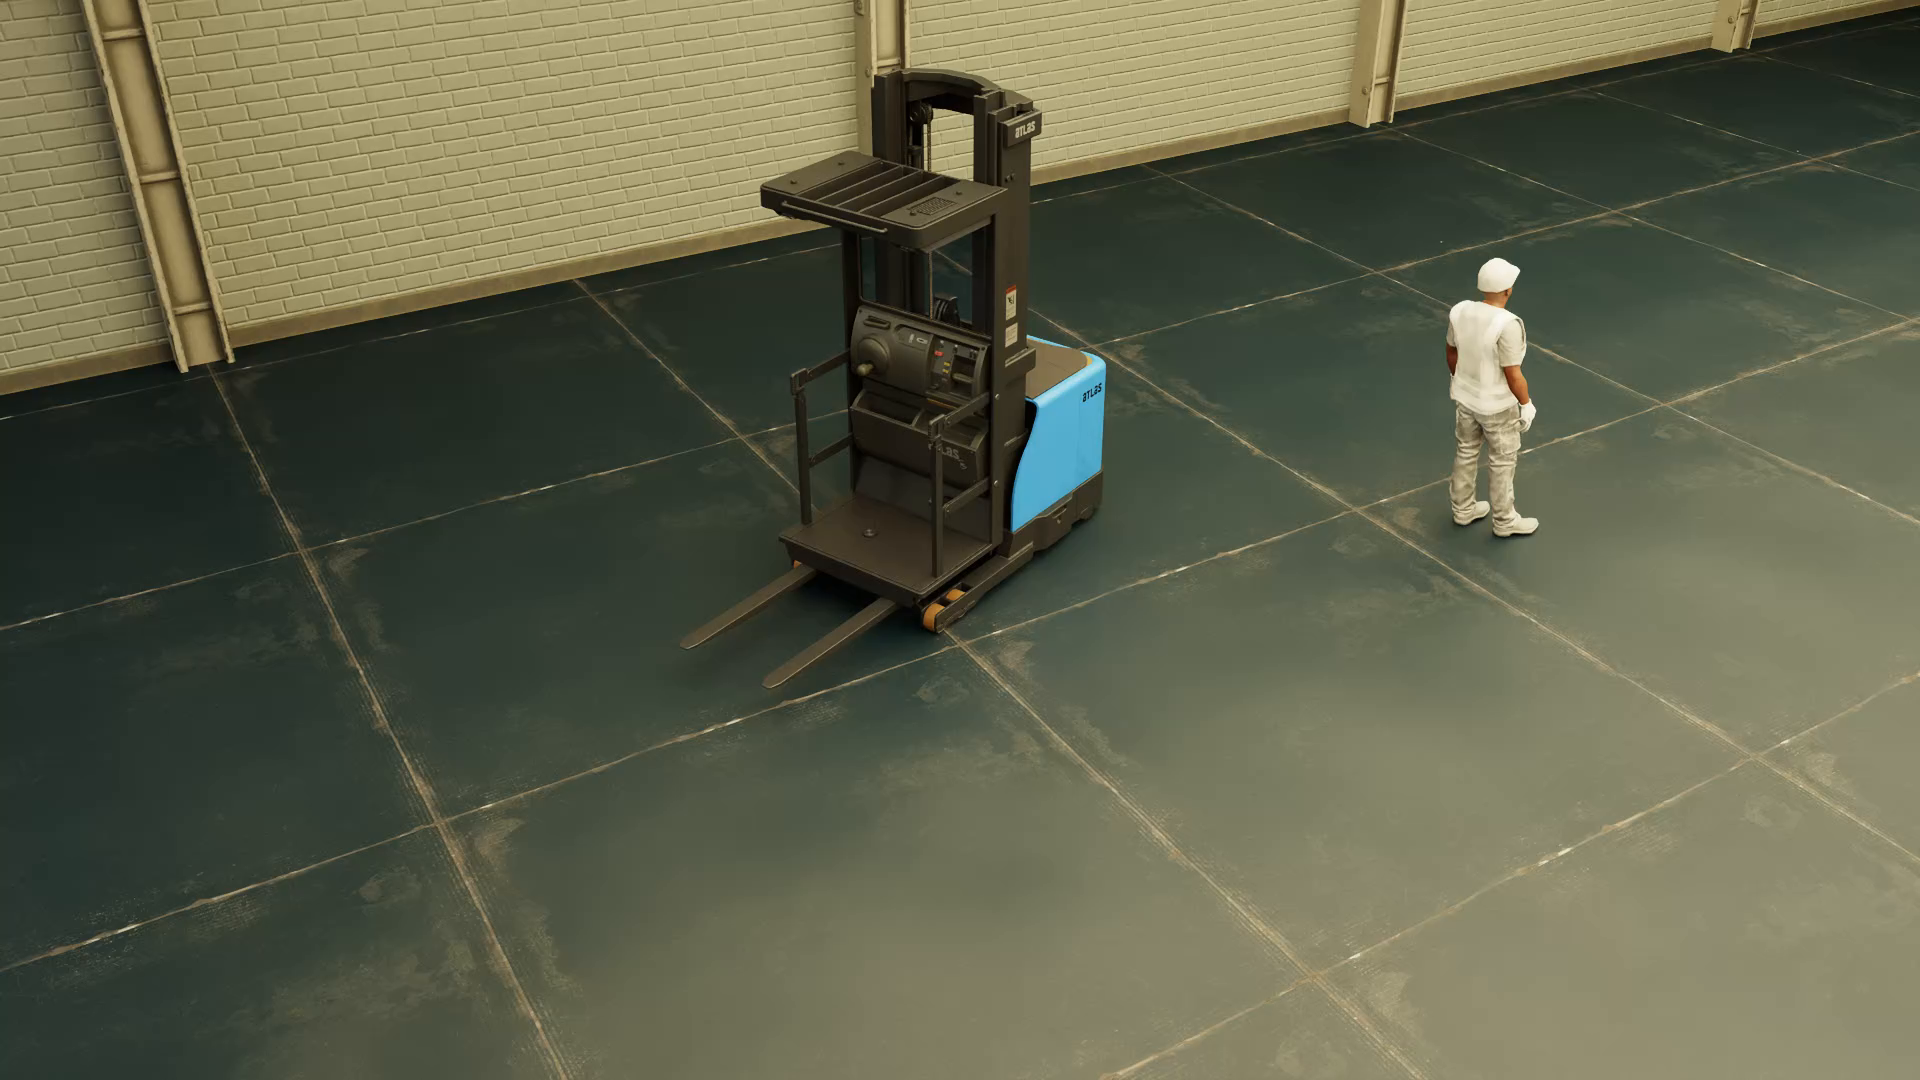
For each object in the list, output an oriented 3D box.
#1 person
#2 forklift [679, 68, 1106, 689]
[{"bbox_3d":[3.301,-0.894,10.244,0.576,1.784,0.657,-16,34,-24],"label":"person"},{"bbox_3d":[-0.365,-1.007,9.329,1.130,2.935,3.031,21,37,31],"label":"forklift"}]
